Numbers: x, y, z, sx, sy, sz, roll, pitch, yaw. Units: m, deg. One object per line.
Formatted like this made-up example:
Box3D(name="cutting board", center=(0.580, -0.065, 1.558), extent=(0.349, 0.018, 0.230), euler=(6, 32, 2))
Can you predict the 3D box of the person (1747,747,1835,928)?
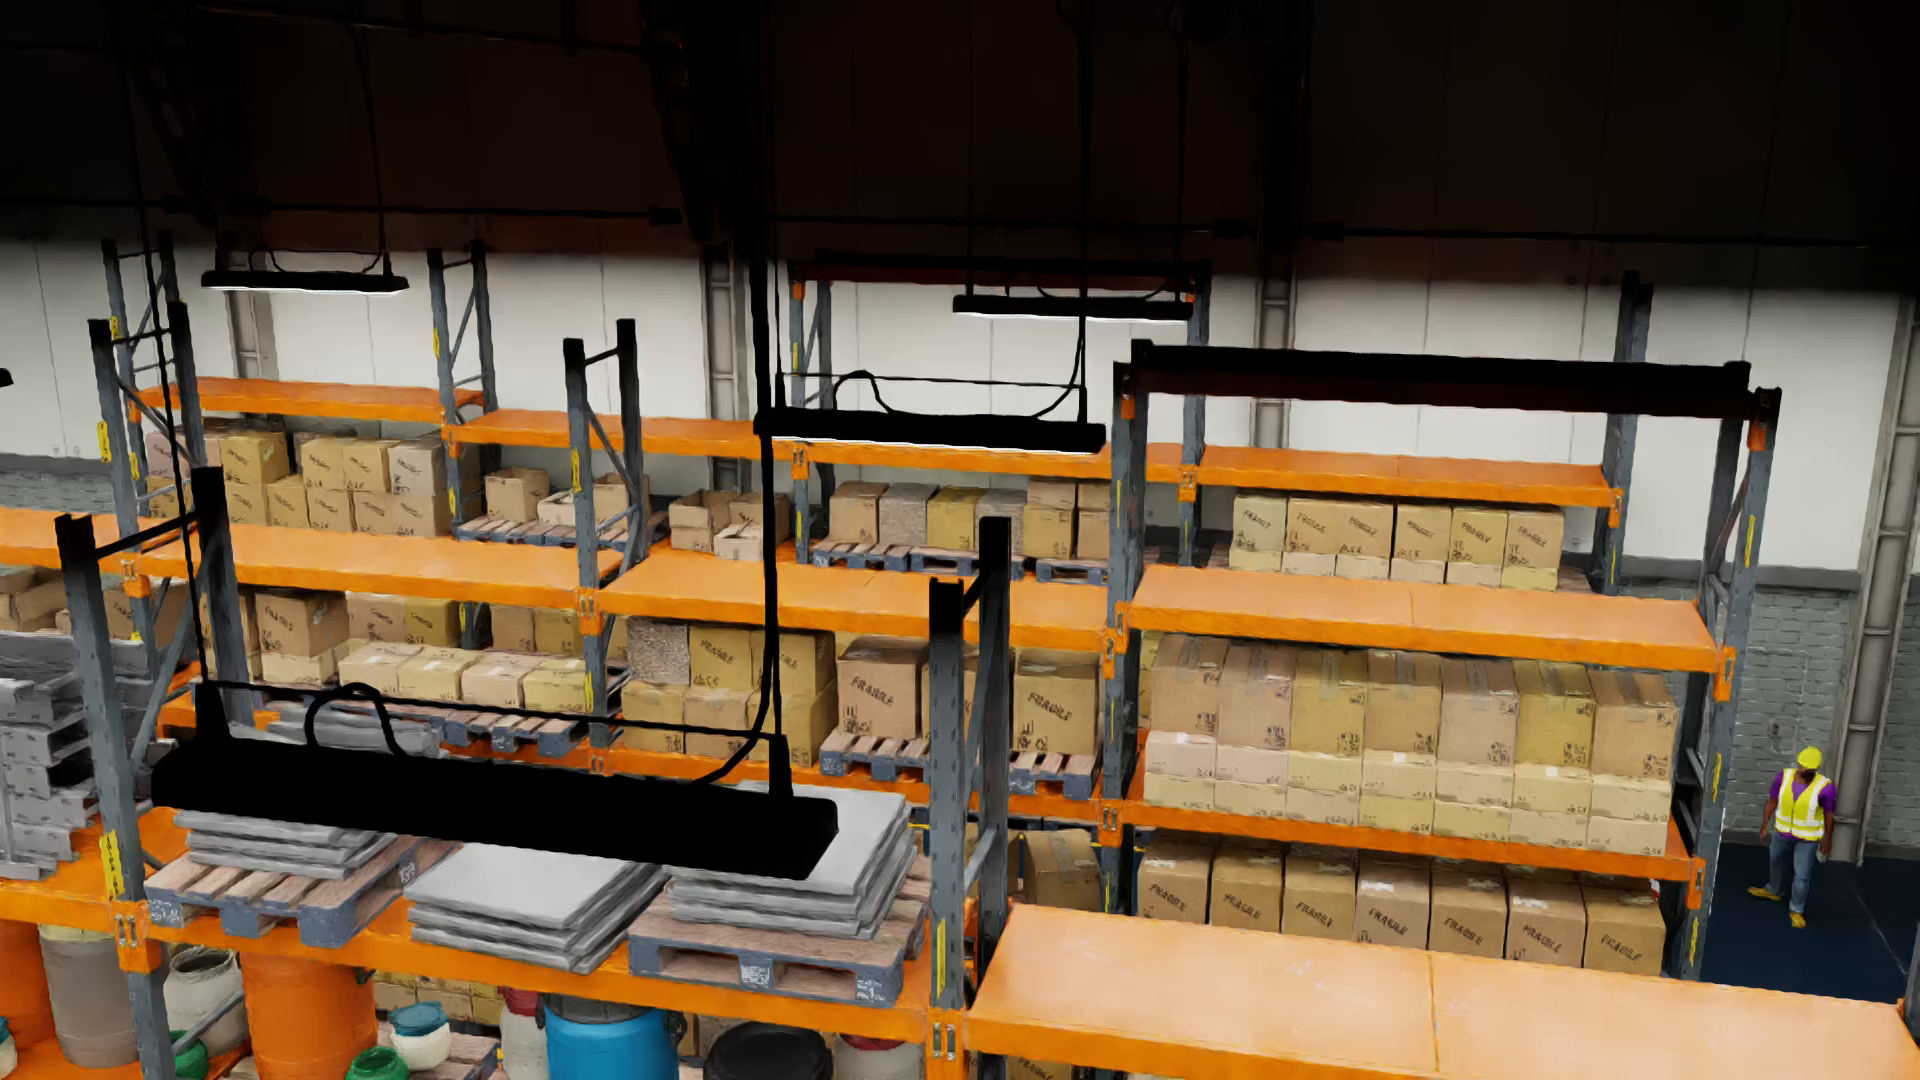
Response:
Box3D(name="person", center=(7.915, 2.748, 15.855), extent=(0.473, 1.766, 0.714), euler=(-12, 20, -35))
